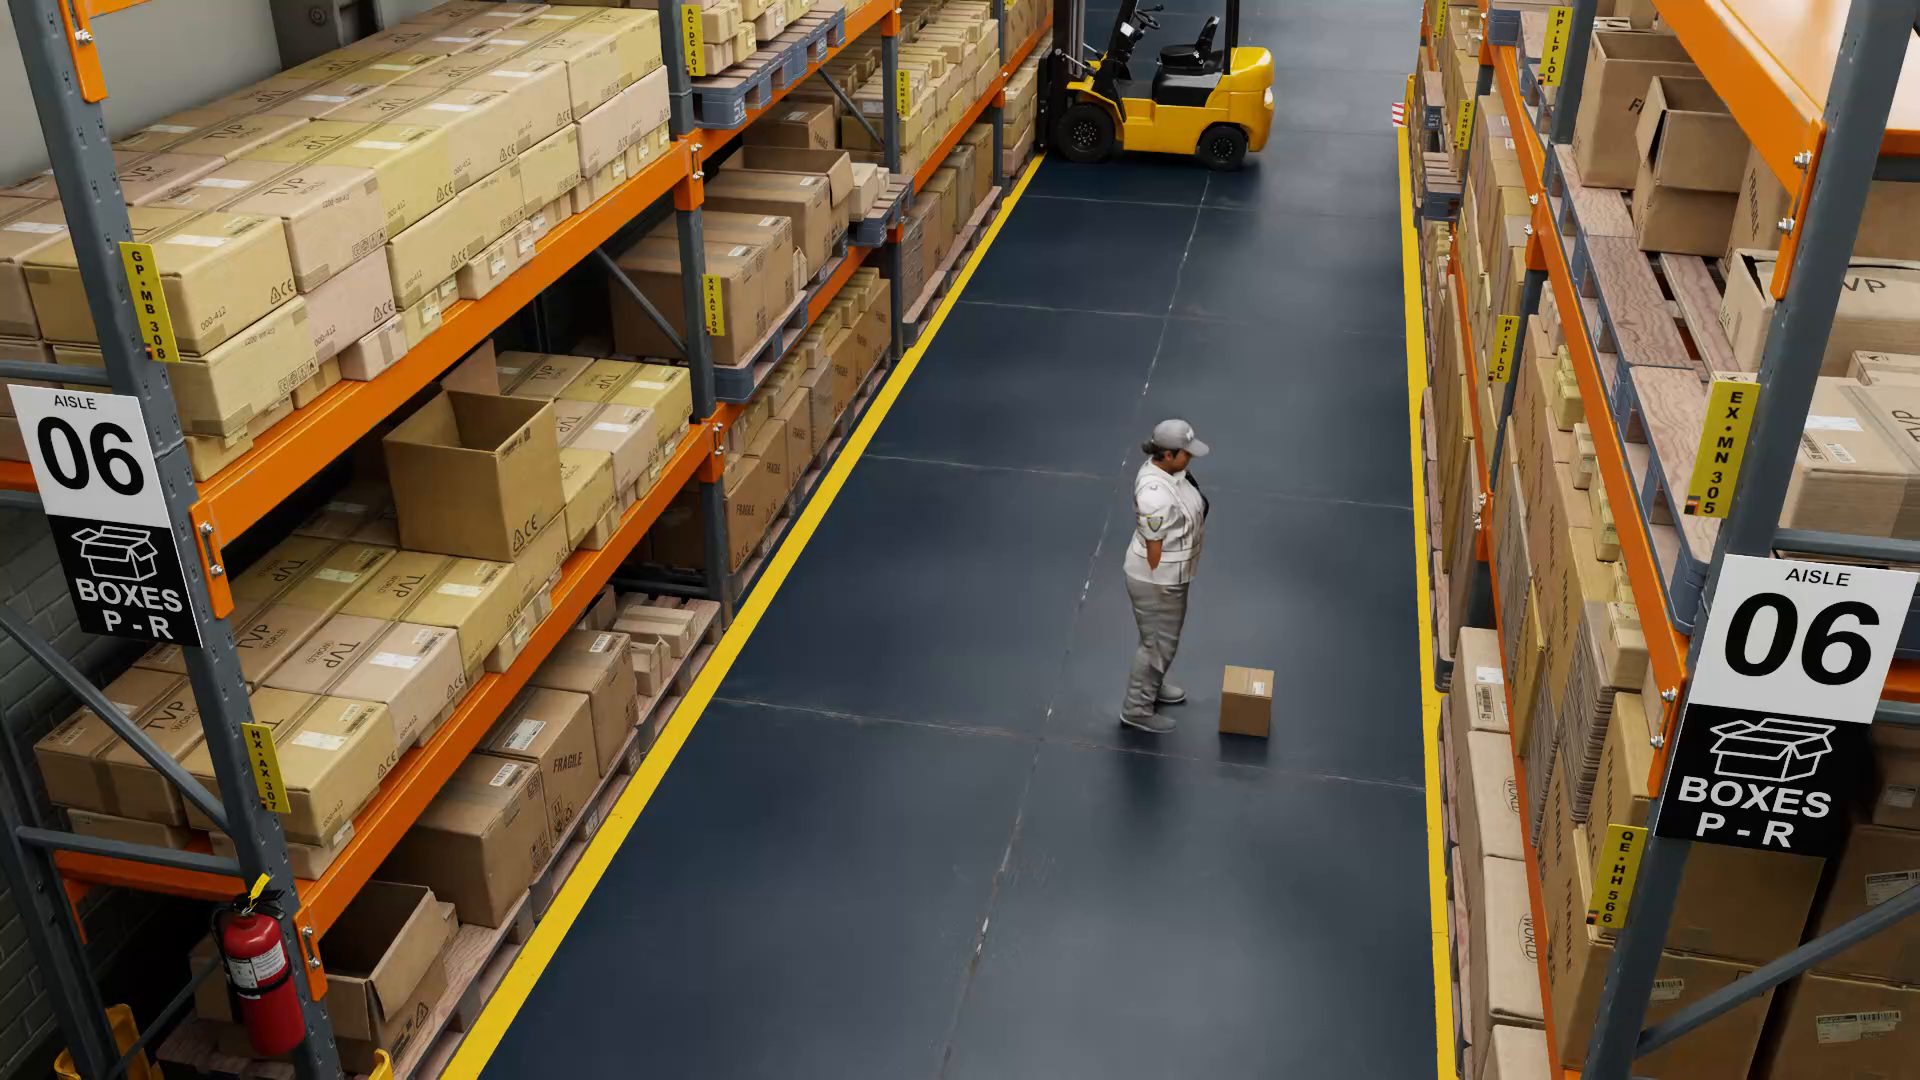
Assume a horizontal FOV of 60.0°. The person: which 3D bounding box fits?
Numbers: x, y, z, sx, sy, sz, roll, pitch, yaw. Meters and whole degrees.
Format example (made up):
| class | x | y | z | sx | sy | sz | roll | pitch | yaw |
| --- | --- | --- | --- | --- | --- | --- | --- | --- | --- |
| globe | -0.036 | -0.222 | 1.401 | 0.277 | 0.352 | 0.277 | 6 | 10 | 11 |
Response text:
| class | x | y | z | sx | sy | sz | roll | pitch | yaw |
| --- | --- | --- | --- | --- | --- | --- | --- | --- | --- |
| person | 1.018 | 0.161 | 8.338 | 0.390 | 1.666 | 0.470 | 7 | 30 | 12 |
